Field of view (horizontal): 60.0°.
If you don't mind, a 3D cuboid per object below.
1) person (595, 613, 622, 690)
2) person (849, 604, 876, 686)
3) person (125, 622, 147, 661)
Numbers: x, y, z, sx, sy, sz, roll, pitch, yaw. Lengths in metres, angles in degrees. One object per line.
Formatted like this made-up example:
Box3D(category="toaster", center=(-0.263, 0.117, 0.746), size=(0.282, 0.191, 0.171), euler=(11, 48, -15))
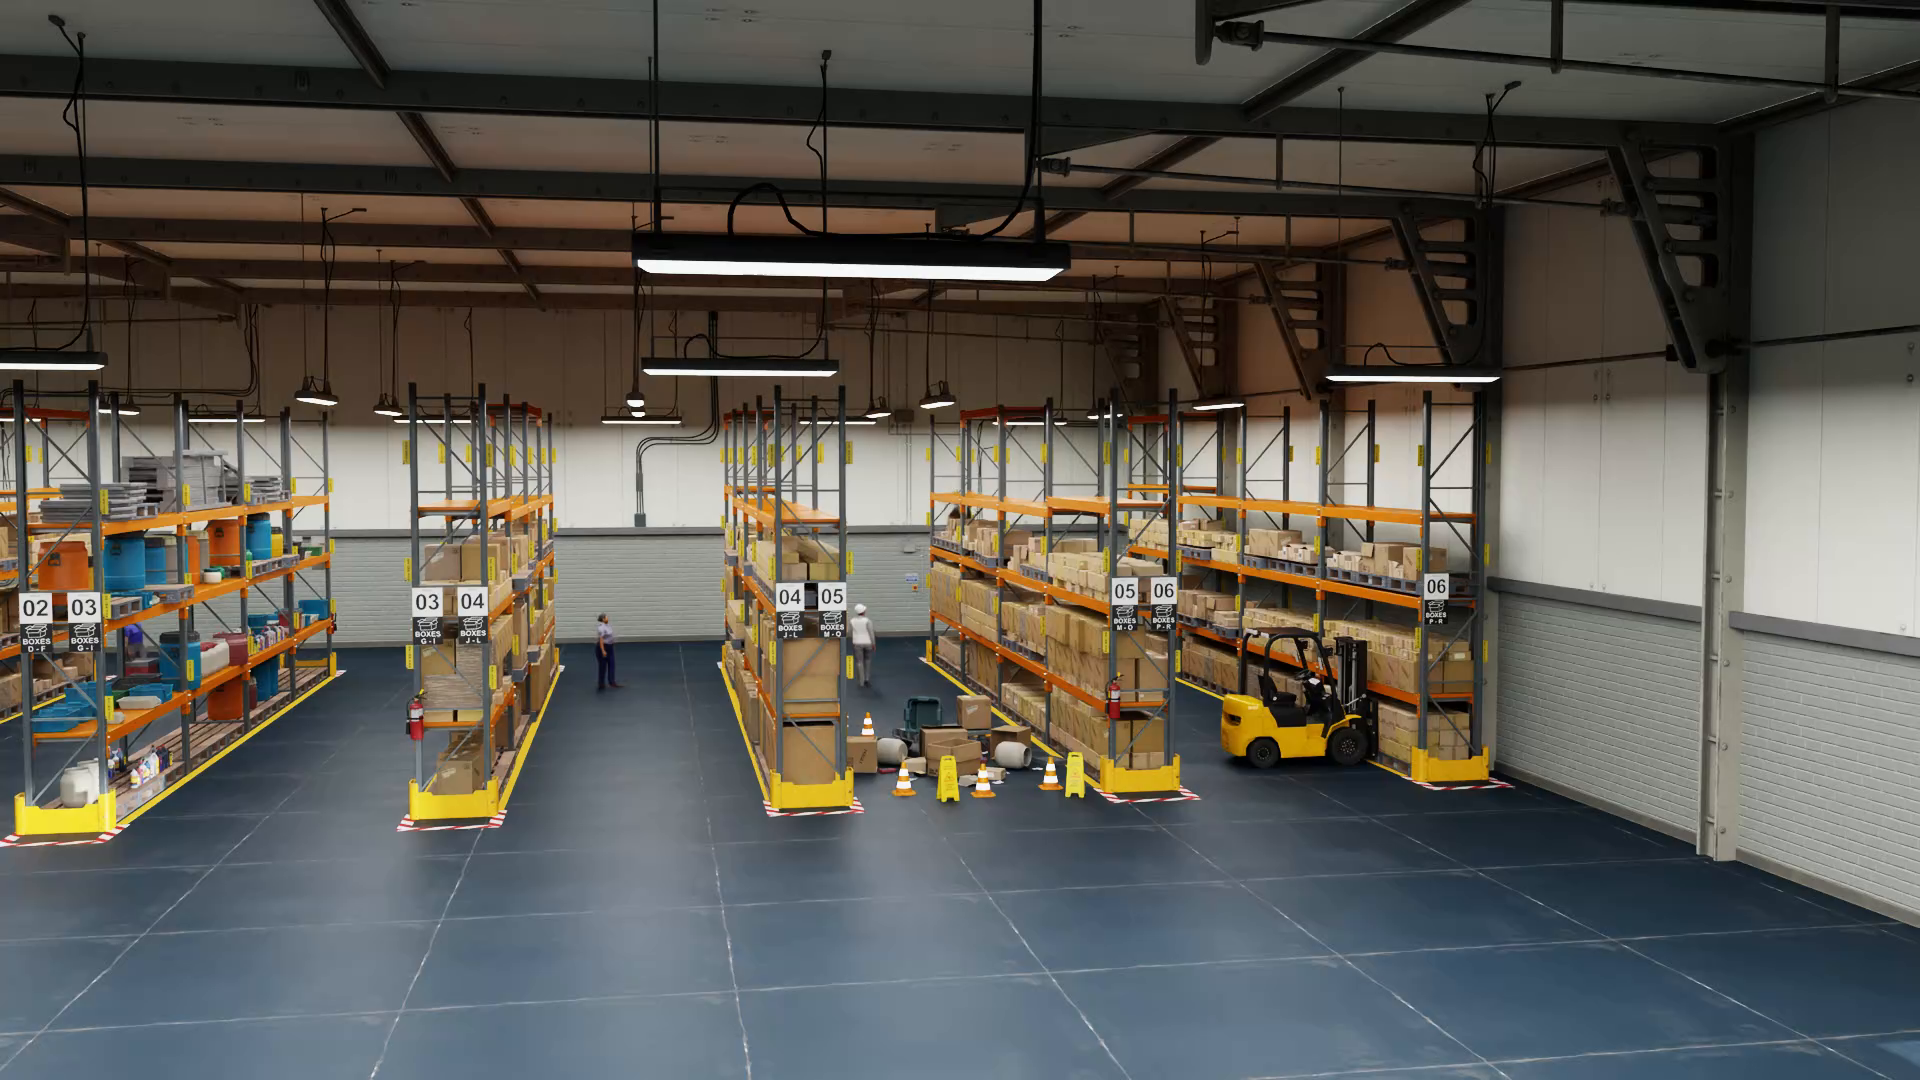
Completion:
Box3D(category="person", center=(-7.598, 2.386, 35.785), size=(0.449, 1.636, 0.538), euler=(1, 3, 21))
Box3D(category="person", center=(-2.133, 2.283, 36.114), size=(0.503, 1.794, 0.728), euler=(-1, 3, -17))
Box3D(category="person", center=(-17.778, 2.430, 35.861), size=(0.461, 1.634, 0.466), euler=(3, 4, 42))
